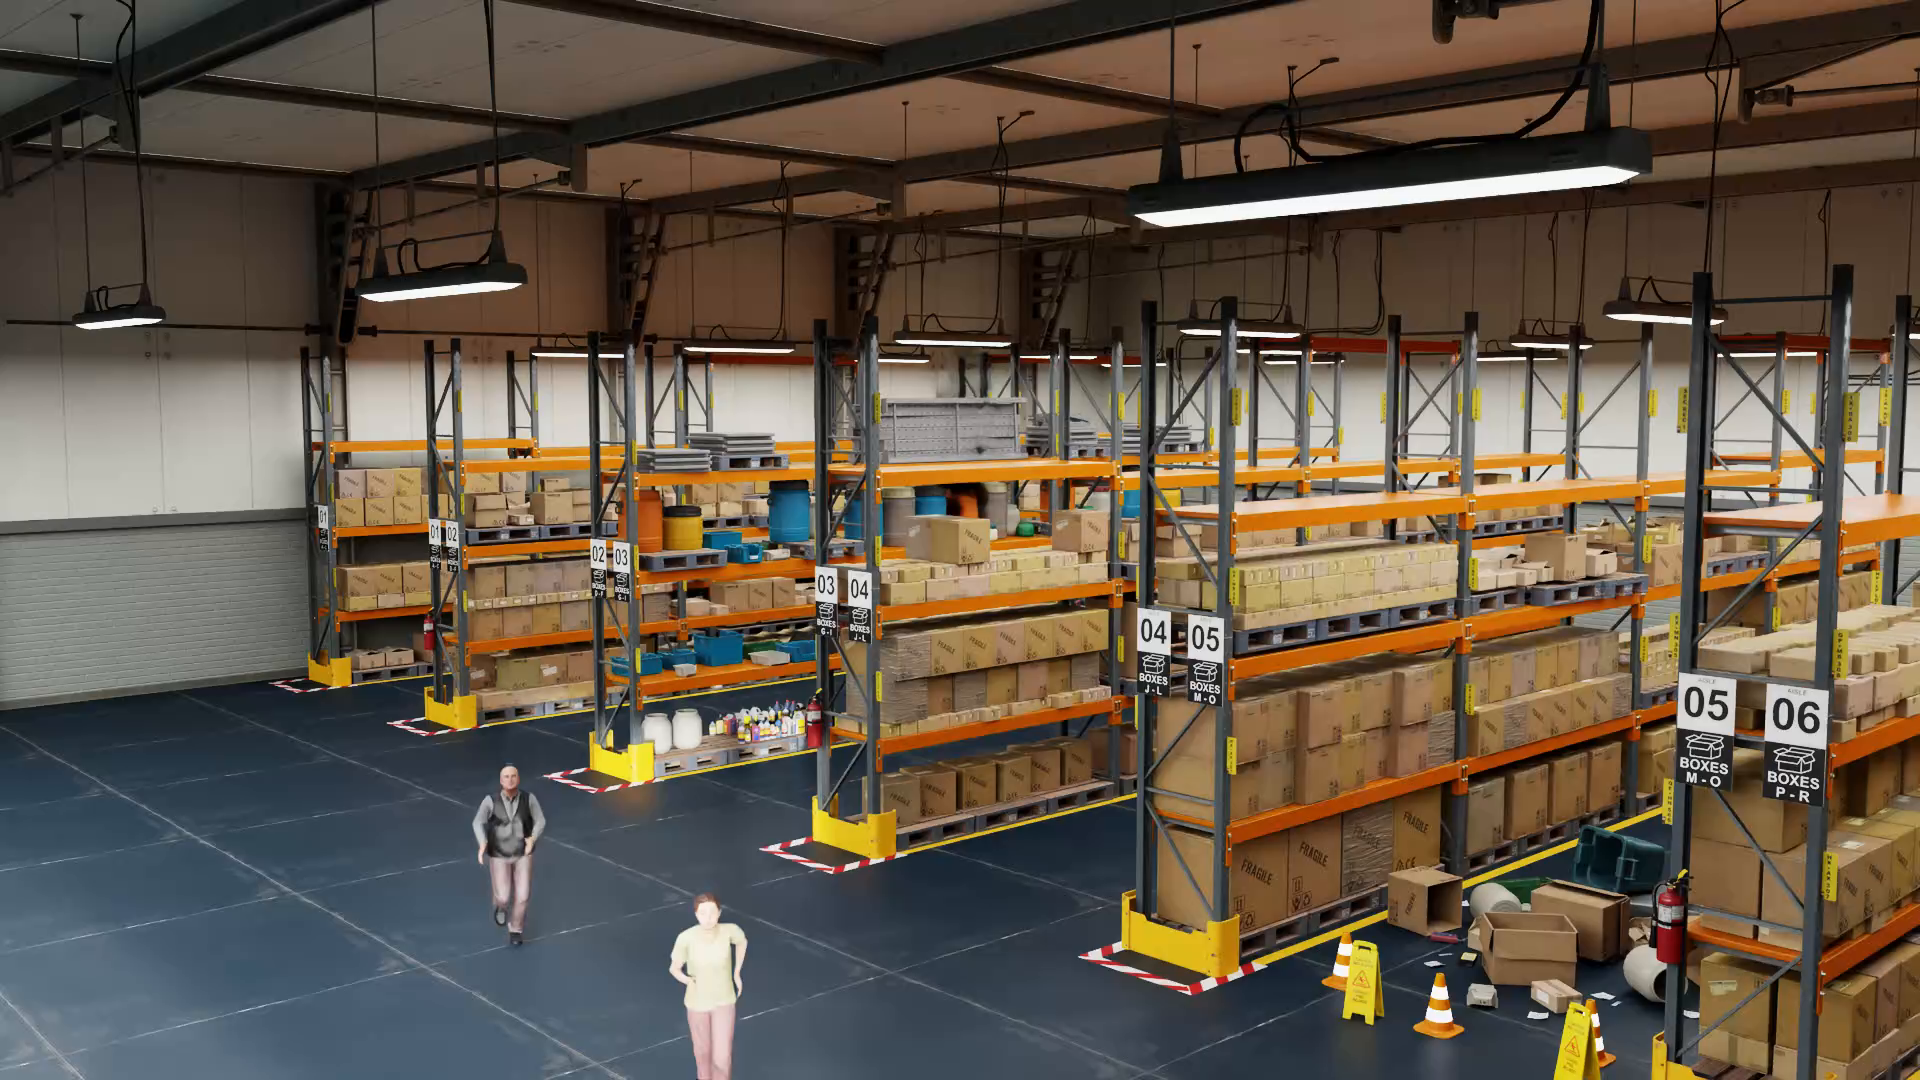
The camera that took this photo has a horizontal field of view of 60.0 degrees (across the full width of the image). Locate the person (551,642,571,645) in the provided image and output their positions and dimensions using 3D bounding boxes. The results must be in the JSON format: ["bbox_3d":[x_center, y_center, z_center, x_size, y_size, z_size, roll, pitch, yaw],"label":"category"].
[{"bbox_3d":[-6.955,1.725,29.172,0.671,1.798,0.728,4,7,41],"label":"person"}]

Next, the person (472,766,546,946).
[{"bbox_3d":[-4.222,2.960,15.634,0.669,1.677,0.582,-2,5,-19],"label":"person"}]

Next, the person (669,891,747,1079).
[{"bbox_3d":[-1.775,3.298,11.743,0.520,1.709,0.816,0,5,-2],"label":"person"}]
